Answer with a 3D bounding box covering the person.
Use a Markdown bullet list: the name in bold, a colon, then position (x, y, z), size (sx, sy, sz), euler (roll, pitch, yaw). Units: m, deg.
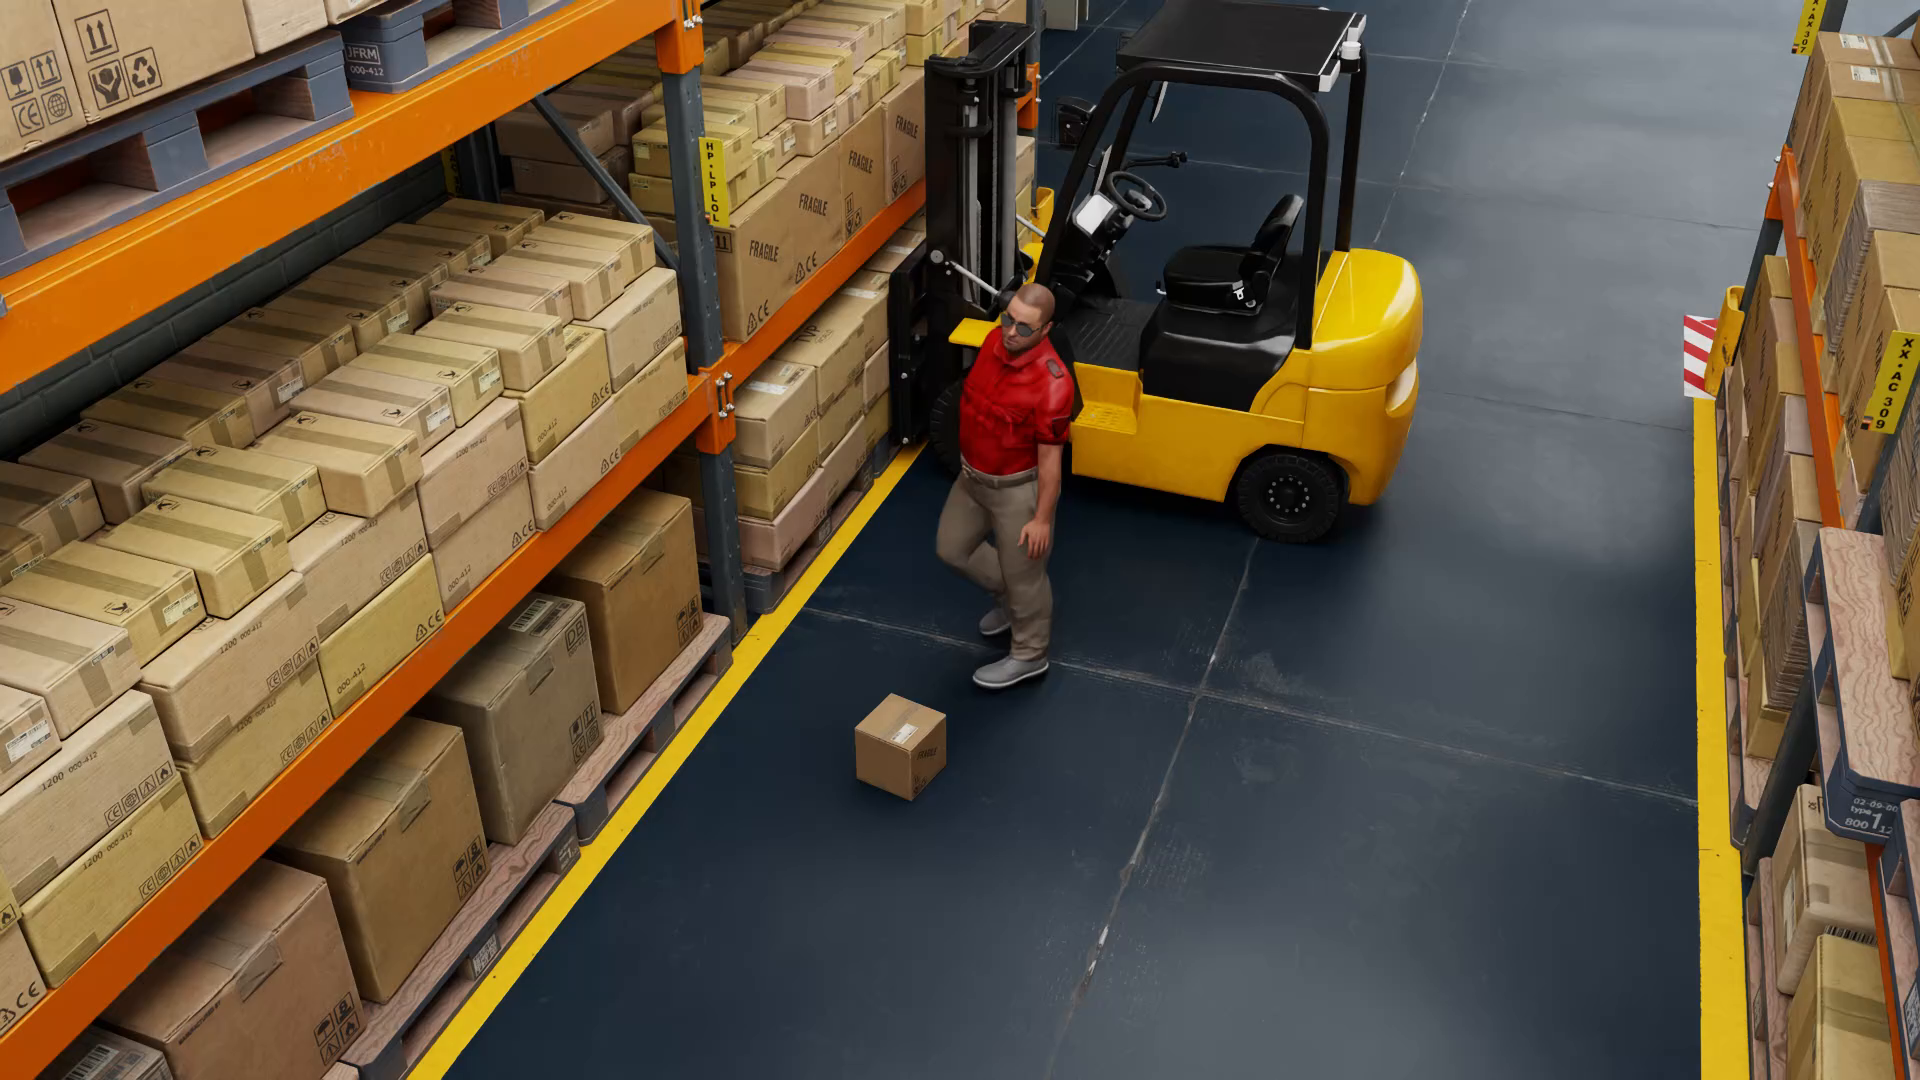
- **person**: position (0.211, -0.209, 6.451), size (0.464, 1.727, 0.560), euler (-21, 39, -29)
